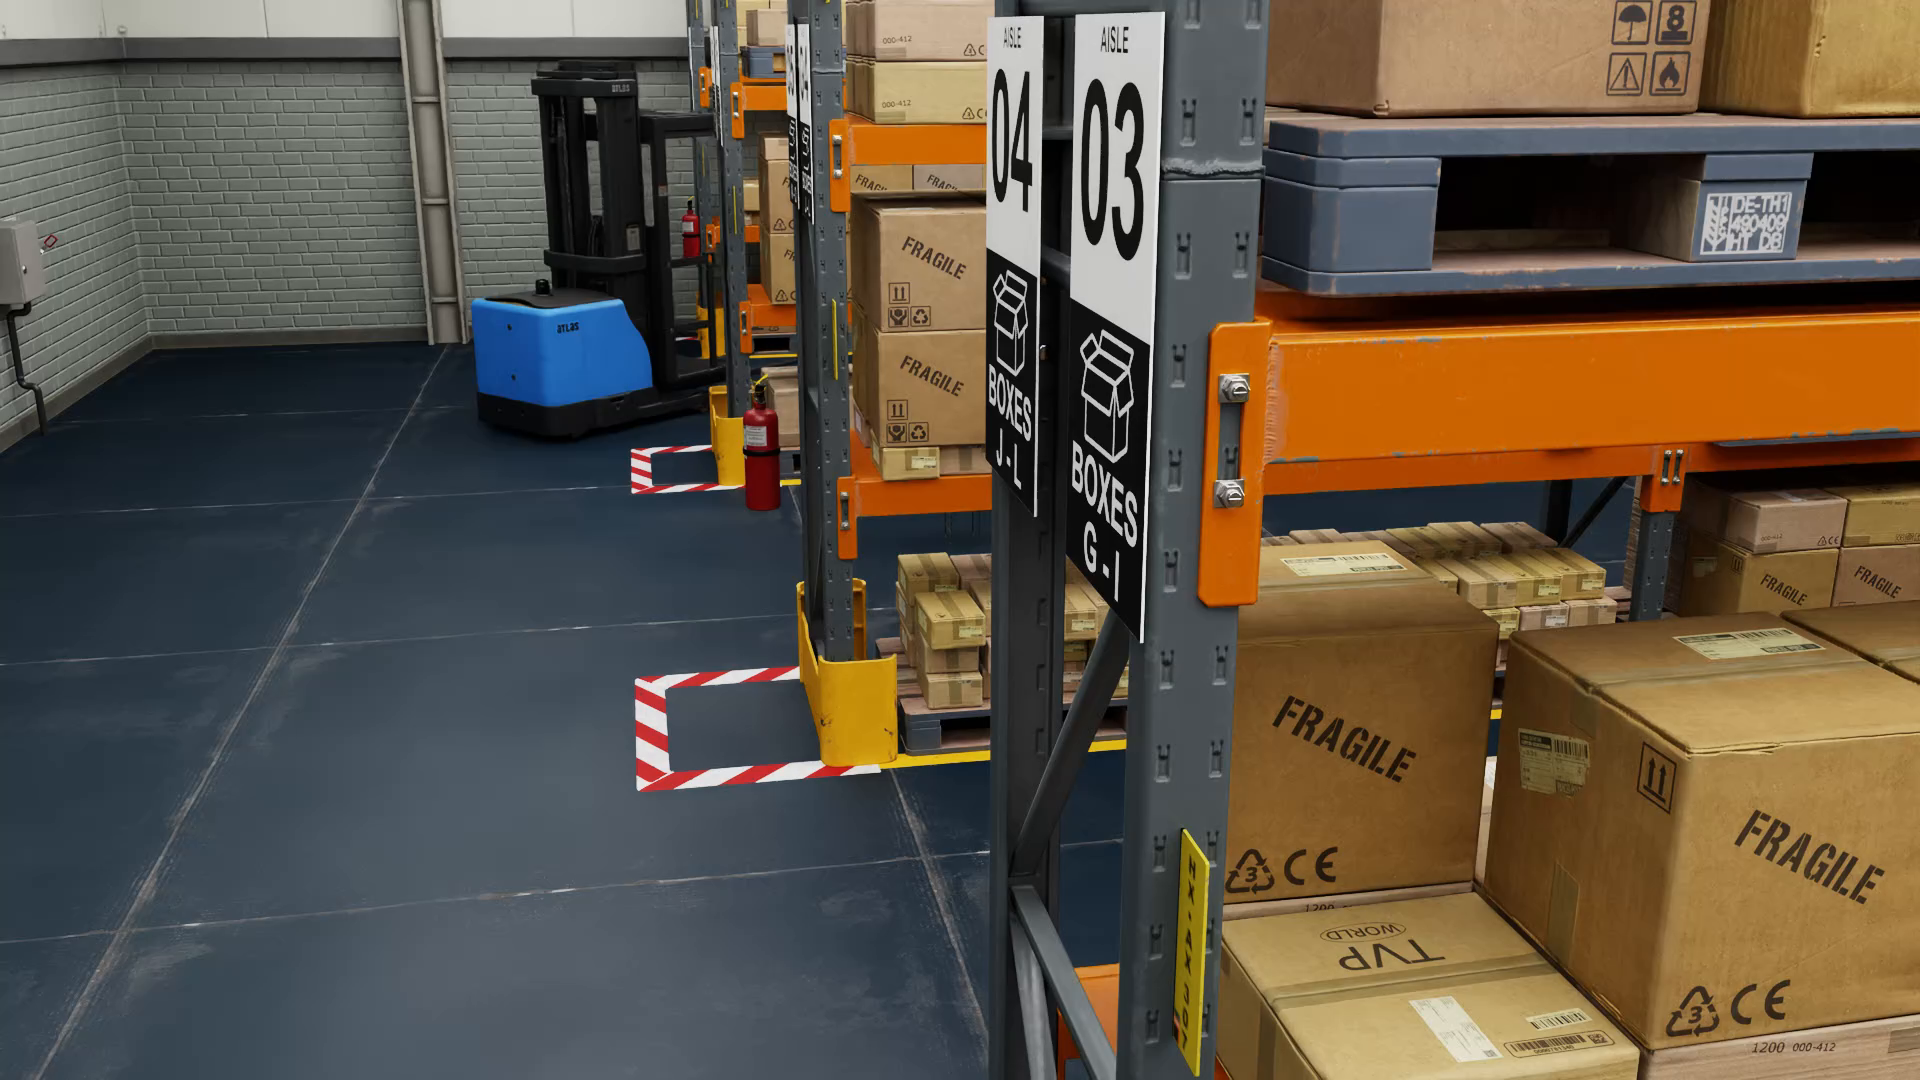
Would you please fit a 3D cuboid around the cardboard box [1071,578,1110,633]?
[{"bbox_3d":[0.699,0.300,7.853,0.250,0.149,0.380,-4,18,-13],"label":"cardboard box"}]

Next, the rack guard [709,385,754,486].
[{"bbox_3d":[-1.689,-0.807,12.587,0.348,0.500,1.175,-3,17,-10],"label":"rack guard"}]

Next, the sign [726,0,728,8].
[{"bbox_3d":[-1.566,-3.732,11.122,0.005,0.325,0.100,-3,17,-10],"label":"sign"}]

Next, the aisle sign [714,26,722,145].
[{"bbox_3d":[-1.681,-3.158,11.557,0.004,0.787,0.394,-3,17,-10],"label":"aisle sign"}]

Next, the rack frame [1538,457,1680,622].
[{"bbox_3d":[3.300,-0.804,8.322,0.127,3.000,1.000,-3,17,-10],"label":"rack frame"}]

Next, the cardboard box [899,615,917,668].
[{"bbox_3d":[-0.150,0.491,8.245,0.250,0.149,0.380,-3,17,-10],"label":"cardboard box"}]

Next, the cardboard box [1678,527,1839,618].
[{"bbox_3d":[4.076,0.225,8.513,0.500,0.500,0.500,-3,17,-8],"label":"cardboard box"}]

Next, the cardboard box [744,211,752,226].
[{"bbox_3d":[-2.236,-3.253,16.721,0.250,0.149,0.380,-3,17,-11],"label":"cardboard box"}]

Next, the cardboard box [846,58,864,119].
[{"bbox_3d":[-0.231,-2.045,7.509,0.500,0.250,0.500,-4,17,-12],"label":"cardboard box"}]

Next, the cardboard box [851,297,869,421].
[{"bbox_3d":[-0.235,-0.871,7.861,0.500,0.500,0.500,-3,17,-9],"label":"cardboard box"}]

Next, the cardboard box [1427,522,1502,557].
[{"bbox_3d":[2.641,0.031,8.729,0.250,0.149,0.380,-2,17,-8],"label":"cardboard box"}]

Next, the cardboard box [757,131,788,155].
[{"bbox_3d":[-1.351,-2.917,12.221,0.250,0.149,0.380,-3,17,-10],"label":"cardboard box"}]

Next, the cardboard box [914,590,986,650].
[{"bbox_3d":[-0.049,0.365,7.642,0.250,0.149,0.380,-4,18,-13],"label":"cardboard box"}]

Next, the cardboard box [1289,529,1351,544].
[{"bbox_3d":[1.885,0.071,8.599,0.250,0.149,0.380,-3,17,-9],"label":"cardboard box"}]

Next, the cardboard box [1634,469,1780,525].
[{"bbox_3d":[3.983,-0.283,8.890,0.500,0.250,0.500,-4,17,-12],"label":"cardboard box"}]

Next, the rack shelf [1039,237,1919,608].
[{"bbox_3d":[2.178,-0.348,2.951,4.000,0.370,1.077,-3,17,-10],"label":"rack shelf"}]

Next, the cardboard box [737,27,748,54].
[{"bbox_3d":[-2.123,-4.884,16.244,0.500,0.250,0.500,-3,17,-11],"label":"cardboard box"}]

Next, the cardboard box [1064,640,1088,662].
[{"bbox_3d":[0.439,0.445,7.888,0.250,0.149,0.380,-3,17,-10],"label":"cardboard box"}]

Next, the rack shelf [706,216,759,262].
[{"bbox_3d":[-0.647,-3.201,17.351,4.000,0.370,1.077,-3,17,-10],"label":"rack shelf"}]

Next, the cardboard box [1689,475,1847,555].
[{"bbox_3d":[4.076,-0.134,8.403,0.500,0.250,0.500,-4,18,-13],"label":"cardboard box"}]

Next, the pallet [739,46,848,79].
[{"bbox_3d":[-0.939,-3.439,11.941,1.213,0.211,1.003,-3,17,-10],"label":"pallet"}]

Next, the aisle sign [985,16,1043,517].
[{"bbox_3d":[0.087,-0.471,2.810,0.004,0.787,0.394,-3,17,-10],"label":"aisle sign"}]

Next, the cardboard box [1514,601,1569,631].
[{"bbox_3d":[2.788,0.343,8.219,0.250,0.149,0.380,-4,18,-13],"label":"cardboard box"}]

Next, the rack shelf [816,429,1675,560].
[{"bbox_3d":[1.336,-0.349,8.065,4.000,0.370,1.077,-3,17,-10],"label":"rack shelf"}]

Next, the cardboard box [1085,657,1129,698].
[{"bbox_3d":[0.704,0.607,7.867,0.250,0.149,0.380,-3,17,-10],"label":"cardboard box"}]

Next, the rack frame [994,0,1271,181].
[{"bbox_3d":[0.214,-2.014,2.042,0.127,3.000,1.000,-3,17,-10],"label":"rack frame"}]

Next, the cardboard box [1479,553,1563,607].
[{"bbox_3d":[2.757,0.194,8.199,0.250,0.149,0.380,-3,17,-10],"label":"cardboard box"}]

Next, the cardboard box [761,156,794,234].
[{"bbox_3d":[-1.140,-2.473,11.883,0.500,0.500,0.500,-4,17,-12],"label":"cardboard box"}]

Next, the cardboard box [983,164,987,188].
[{"bbox_3d":[0.359,-2.563,12.175,0.500,0.500,0.500,-3,17,-10],"label":"cardboard box"}]

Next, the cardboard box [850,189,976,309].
[{"bbox_3d":[-0.225,-1.347,7.708,0.500,0.500,0.500,-4,17,-12],"label":"cardboard box"}]

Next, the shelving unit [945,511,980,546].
[{"bbox_3d":[0.014,-0.574,10.638,0.189,1.200,0.258,-3,17,-10],"label":"shelving unit"}]

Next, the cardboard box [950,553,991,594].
[{"bbox_3d":[0.102,0.196,8.192,0.250,0.149,0.380,-3,17,-9],"label":"cardboard box"}]

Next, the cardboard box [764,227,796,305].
[{"bbox_3d":[-1.140,-1.995,12.027,0.500,0.500,0.500,-3,17,-11],"label":"cardboard box"}]

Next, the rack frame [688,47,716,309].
[{"bbox_3d":[-2.611,-3.434,16.882,0.127,3.000,1.000,-3,17,-10],"label":"rack frame"}]

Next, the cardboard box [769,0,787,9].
[{"bbox_3d":[-1.625,-5.152,16.266,0.500,0.250,0.500,-3,17,-11],"label":"cardboard box"}]

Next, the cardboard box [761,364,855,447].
[{"bbox_3d":[-1.037,-1.045,12.752,0.875,0.438,0.875,-4,17,-12],"label":"cardboard box"}]

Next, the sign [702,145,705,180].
[{"bbox_3d":[-2.508,-3.691,16.246,0.005,0.325,0.100,-3,17,-10],"label":"sign"}]

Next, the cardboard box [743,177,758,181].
[{"bbox_3d":[-2.210,-3.606,17.193,0.500,0.250,0.500,-3,17,-9],"label":"cardboard box"}]

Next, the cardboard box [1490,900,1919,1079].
[{"bbox_3d":[1.246,0.804,2.836,0.500,0.250,0.500,-3,17,-11],"label":"cardboard box"}]

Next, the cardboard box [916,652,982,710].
[{"bbox_3d":[-0.052,0.643,7.748,0.250,0.149,0.380,-3,17,-9],"label":"cardboard box"}]

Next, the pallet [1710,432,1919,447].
[{"bbox_3d":[4.078,-0.713,8.352,1.213,0.211,1.003,-3,17,-10],"label":"pallet"}]

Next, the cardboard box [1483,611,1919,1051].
[{"bbox_3d":[1.228,0.448,2.716,0.500,0.500,0.500,-4,17,-12],"label":"cardboard box"}]

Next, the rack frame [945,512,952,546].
[{"bbox_3d":[-0.076,-0.569,10.622,0.006,1.200,0.240,-3,17,-10],"label":"rack frame"}]

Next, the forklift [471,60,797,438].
[{"bbox_3d":[-2.693,-2.588,14.245,1.130,2.935,3.031,13,21,37],"label":"forklift"}]

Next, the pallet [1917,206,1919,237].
[{"bbox_3d":[2.141,-0.651,2.865,1.213,0.211,1.003,-3,17,-10],"label":"pallet"}]

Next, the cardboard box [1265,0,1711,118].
[{"bbox_3d":[0.715,-0.921,2.536,0.500,0.500,0.700,-4,18,-14],"label":"cardboard box"}]

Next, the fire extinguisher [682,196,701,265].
[{"bbox_3d":[-2.668,-3.077,16.488,0.183,0.674,0.296,-3,17,-10],"label":"fire extinguisher"}]

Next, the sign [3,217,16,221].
[{"bbox_3d":[-7.750,-2.381,13.618,0.001,0.494,0.329,-3,17,-10],"label":"sign"}]

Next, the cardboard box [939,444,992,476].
[{"bbox_3d":[-0.005,-0.411,7.470,0.250,0.149,0.380,-3,17,-8],"label":"cardboard box"}]
